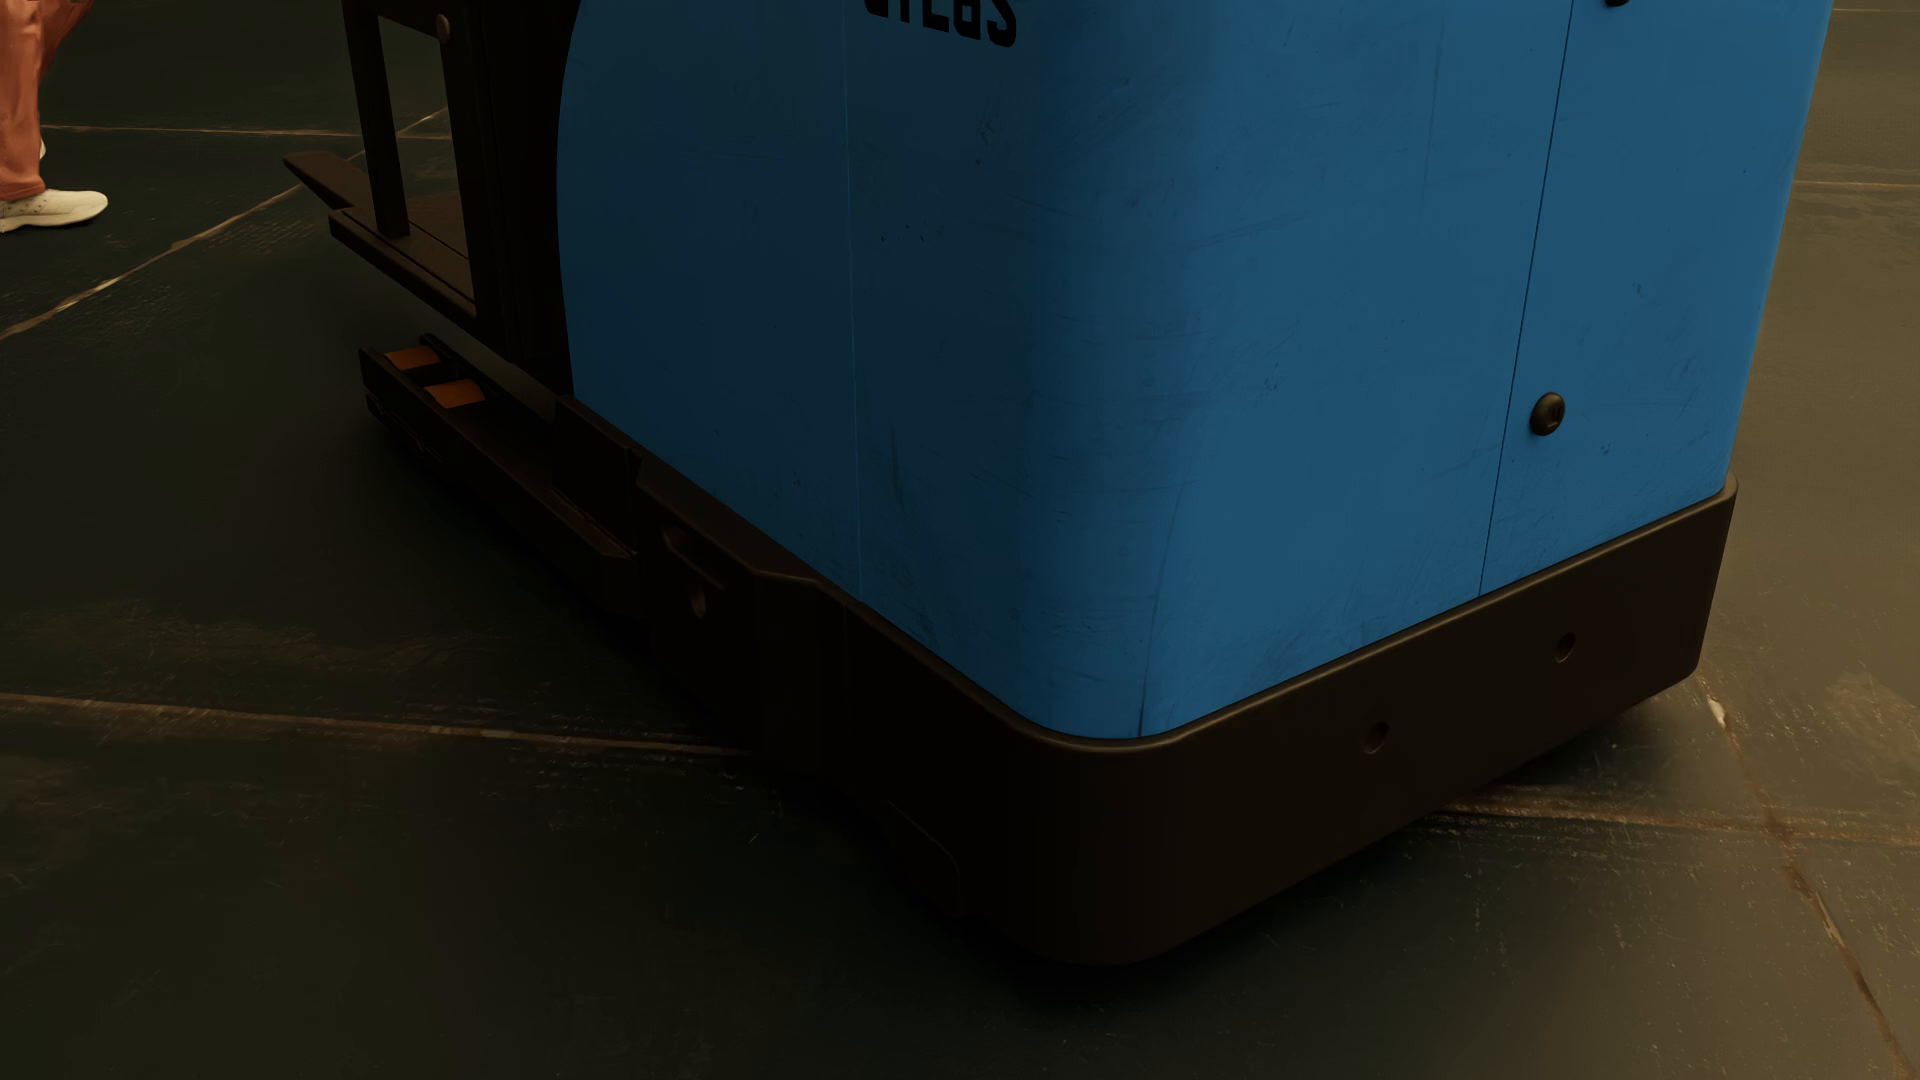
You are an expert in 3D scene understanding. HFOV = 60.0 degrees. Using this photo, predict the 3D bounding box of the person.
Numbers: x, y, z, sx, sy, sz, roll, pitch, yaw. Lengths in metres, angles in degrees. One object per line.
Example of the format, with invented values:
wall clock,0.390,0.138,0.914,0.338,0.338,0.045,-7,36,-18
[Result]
person,-2.406,-1.553,3.881,0.557,1.544,0.771,-6,27,-12

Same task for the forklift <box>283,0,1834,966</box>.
forklift,-0.356,-1.517,2.257,1.130,2.935,3.031,-18,32,-32
